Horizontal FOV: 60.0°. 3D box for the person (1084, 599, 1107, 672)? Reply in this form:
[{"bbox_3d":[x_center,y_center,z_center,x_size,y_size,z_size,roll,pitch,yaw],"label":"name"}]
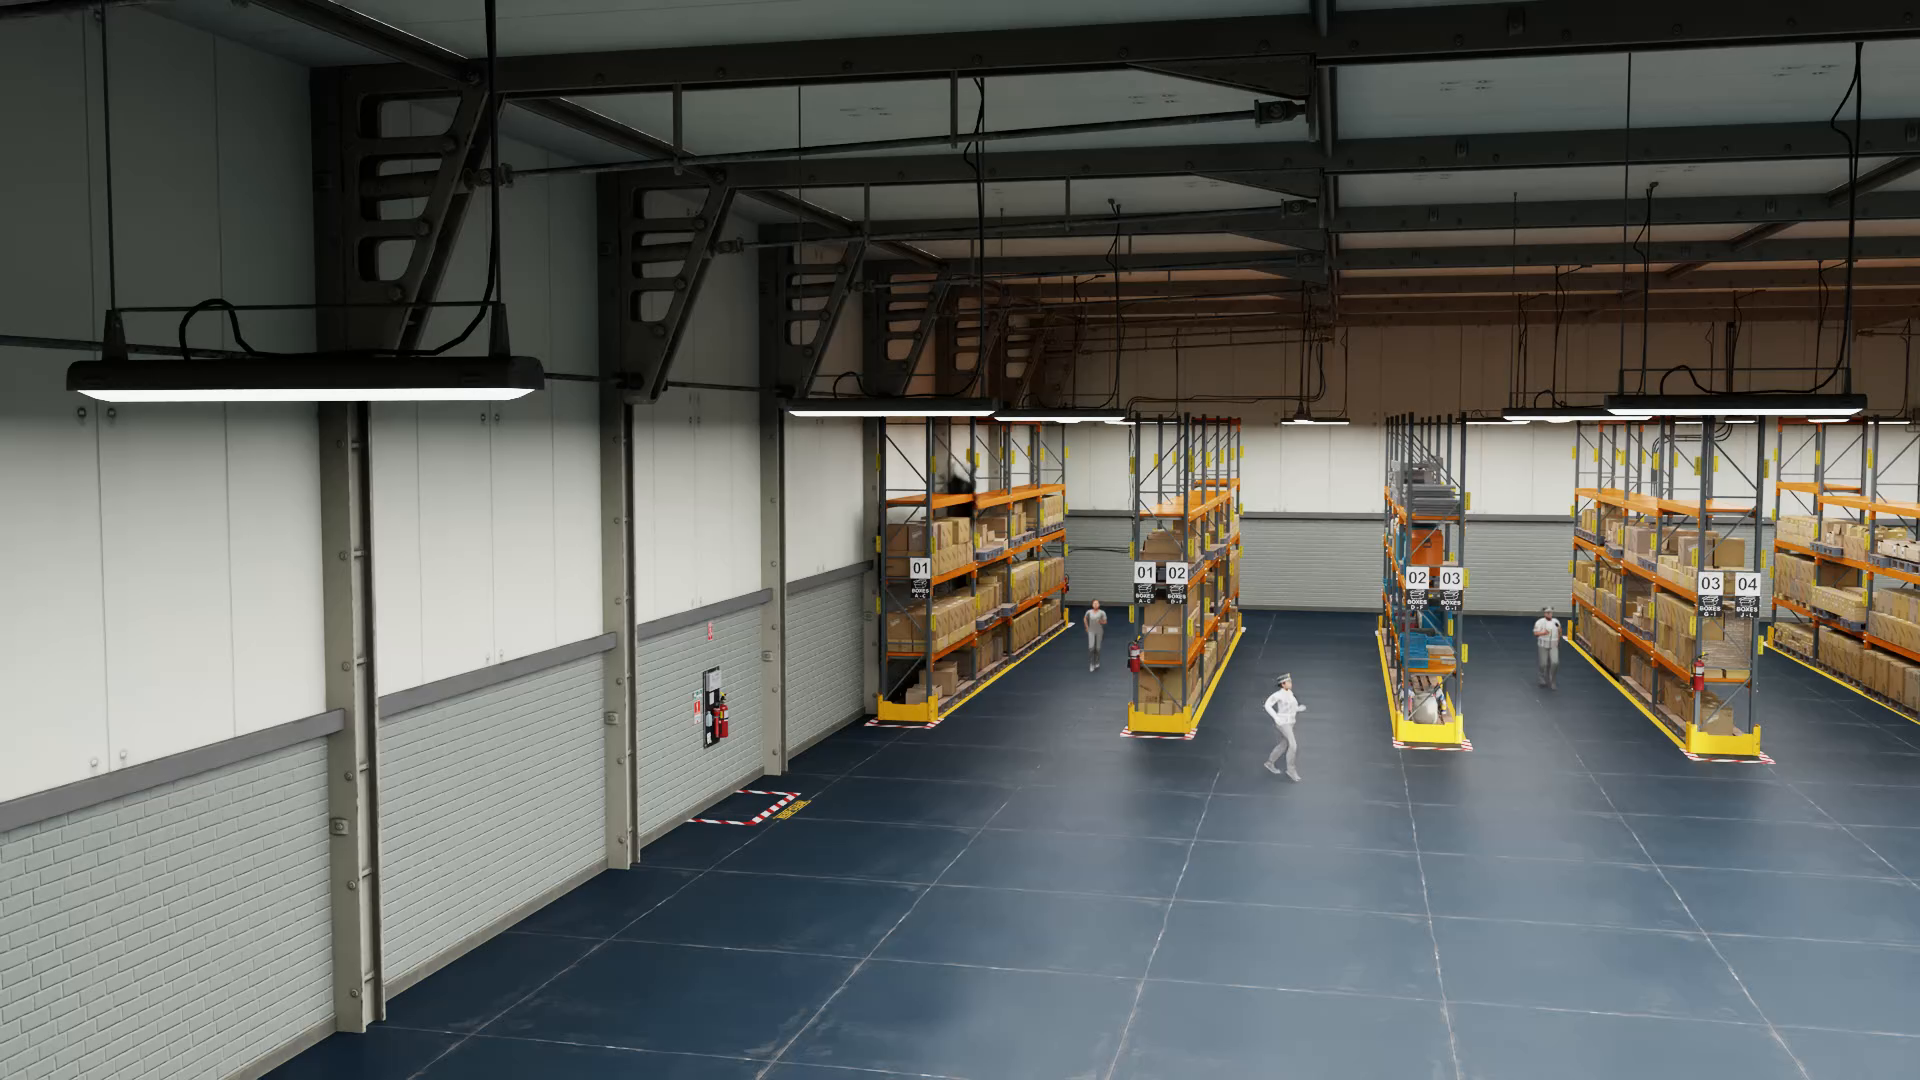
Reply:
[{"bbox_3d":[3.192,2.242,39.202,0.548,1.726,0.709,0,4,5],"label":"person"}]

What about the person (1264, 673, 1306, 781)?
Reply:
[{"bbox_3d":[5.289,3.039,27.141,0.718,1.747,0.597,3,5,34],"label":"person"}]

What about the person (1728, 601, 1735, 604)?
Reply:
[{"bbox_3d":[19.690,2.002,42.049,0.739,1.743,0.572,1,4,18],"label":"person"}]

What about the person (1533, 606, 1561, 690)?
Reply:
[{"bbox_3d":[12.941,2.367,36.591,0.640,1.845,0.755,0,4,7],"label":"person"}]
